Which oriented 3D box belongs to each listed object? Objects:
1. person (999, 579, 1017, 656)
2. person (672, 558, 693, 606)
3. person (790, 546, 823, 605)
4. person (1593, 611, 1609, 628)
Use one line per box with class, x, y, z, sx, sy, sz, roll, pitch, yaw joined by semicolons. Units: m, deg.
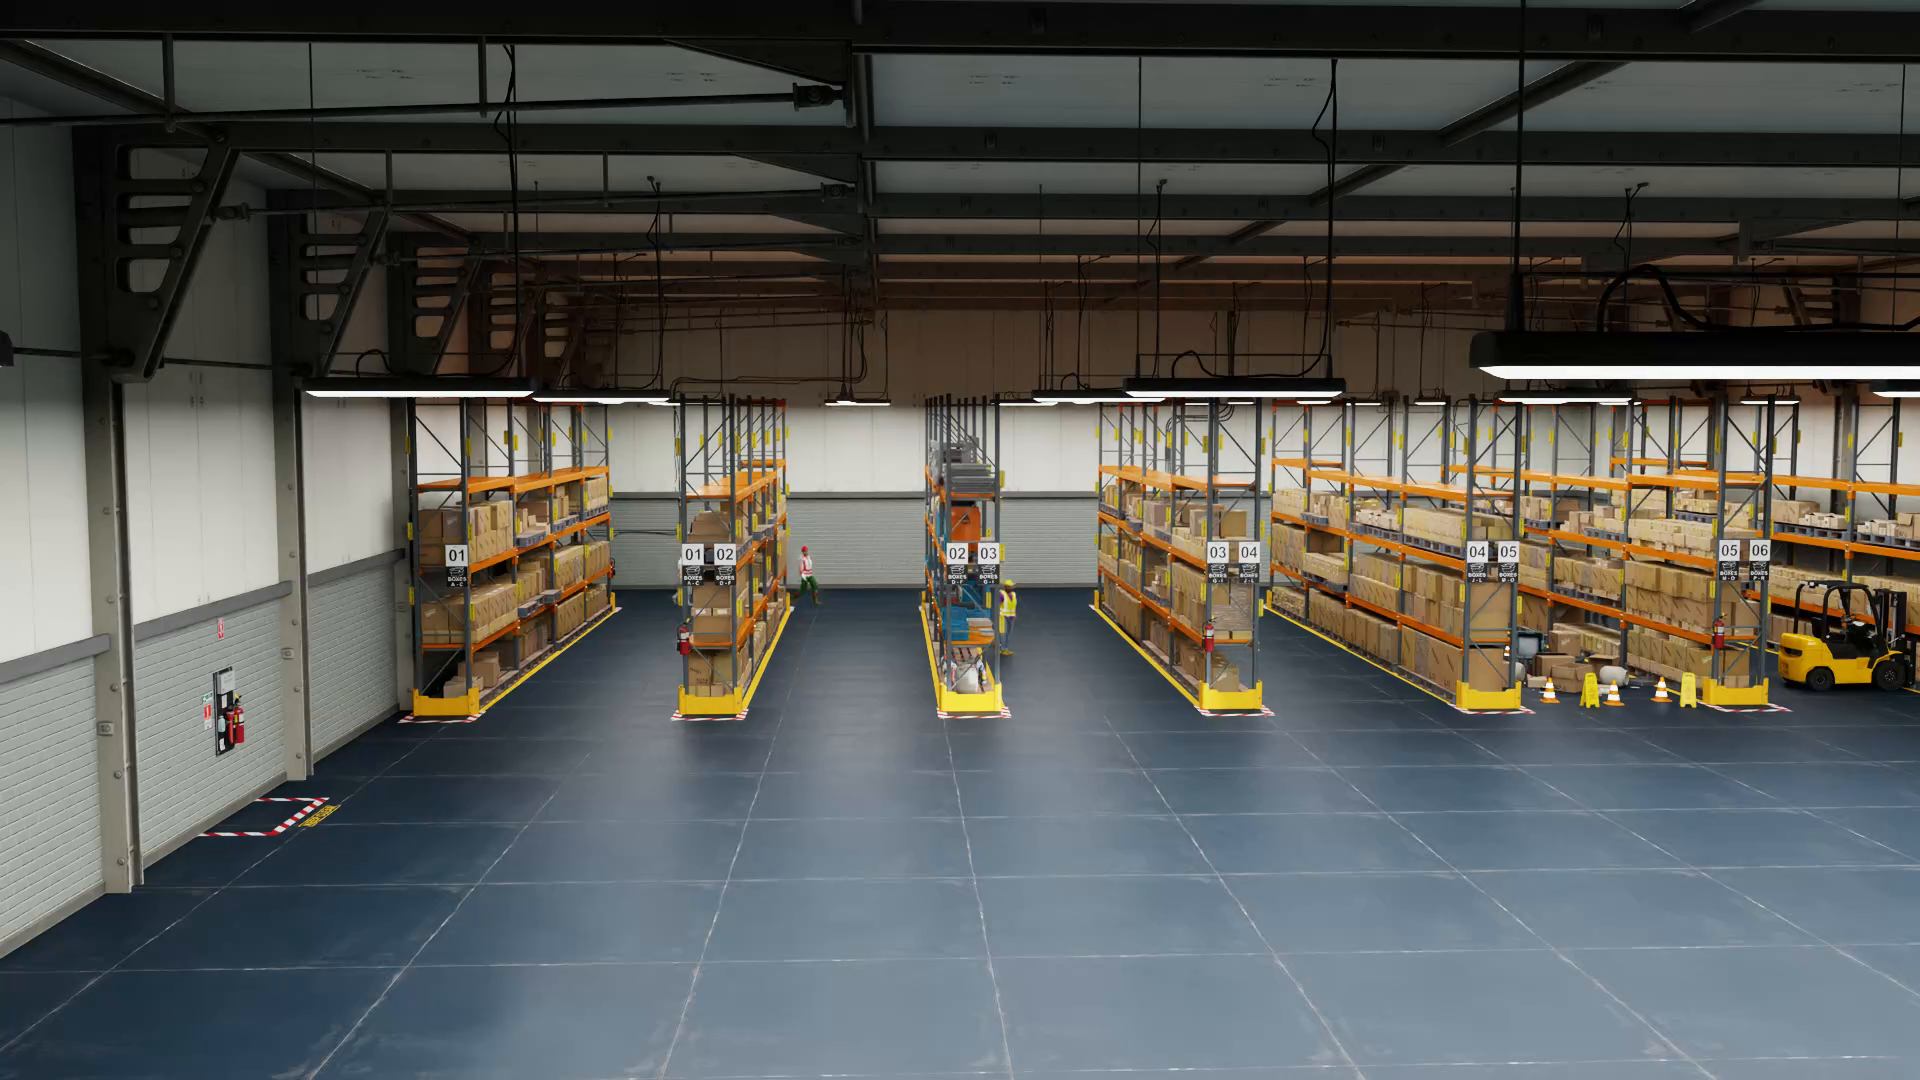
person;1.095;1.792;38.616;0.617;1.771;0.405;-4;6;-40
person;-8.019;1.098;48.124;0.595;1.634;0.503;0;5;3
person;-4.472;1.040;48.257;0.951;1.732;0.631;2;5;25
person;16.472;1.531;42.728;0.349;1.693;0.528;-3;5;-32
